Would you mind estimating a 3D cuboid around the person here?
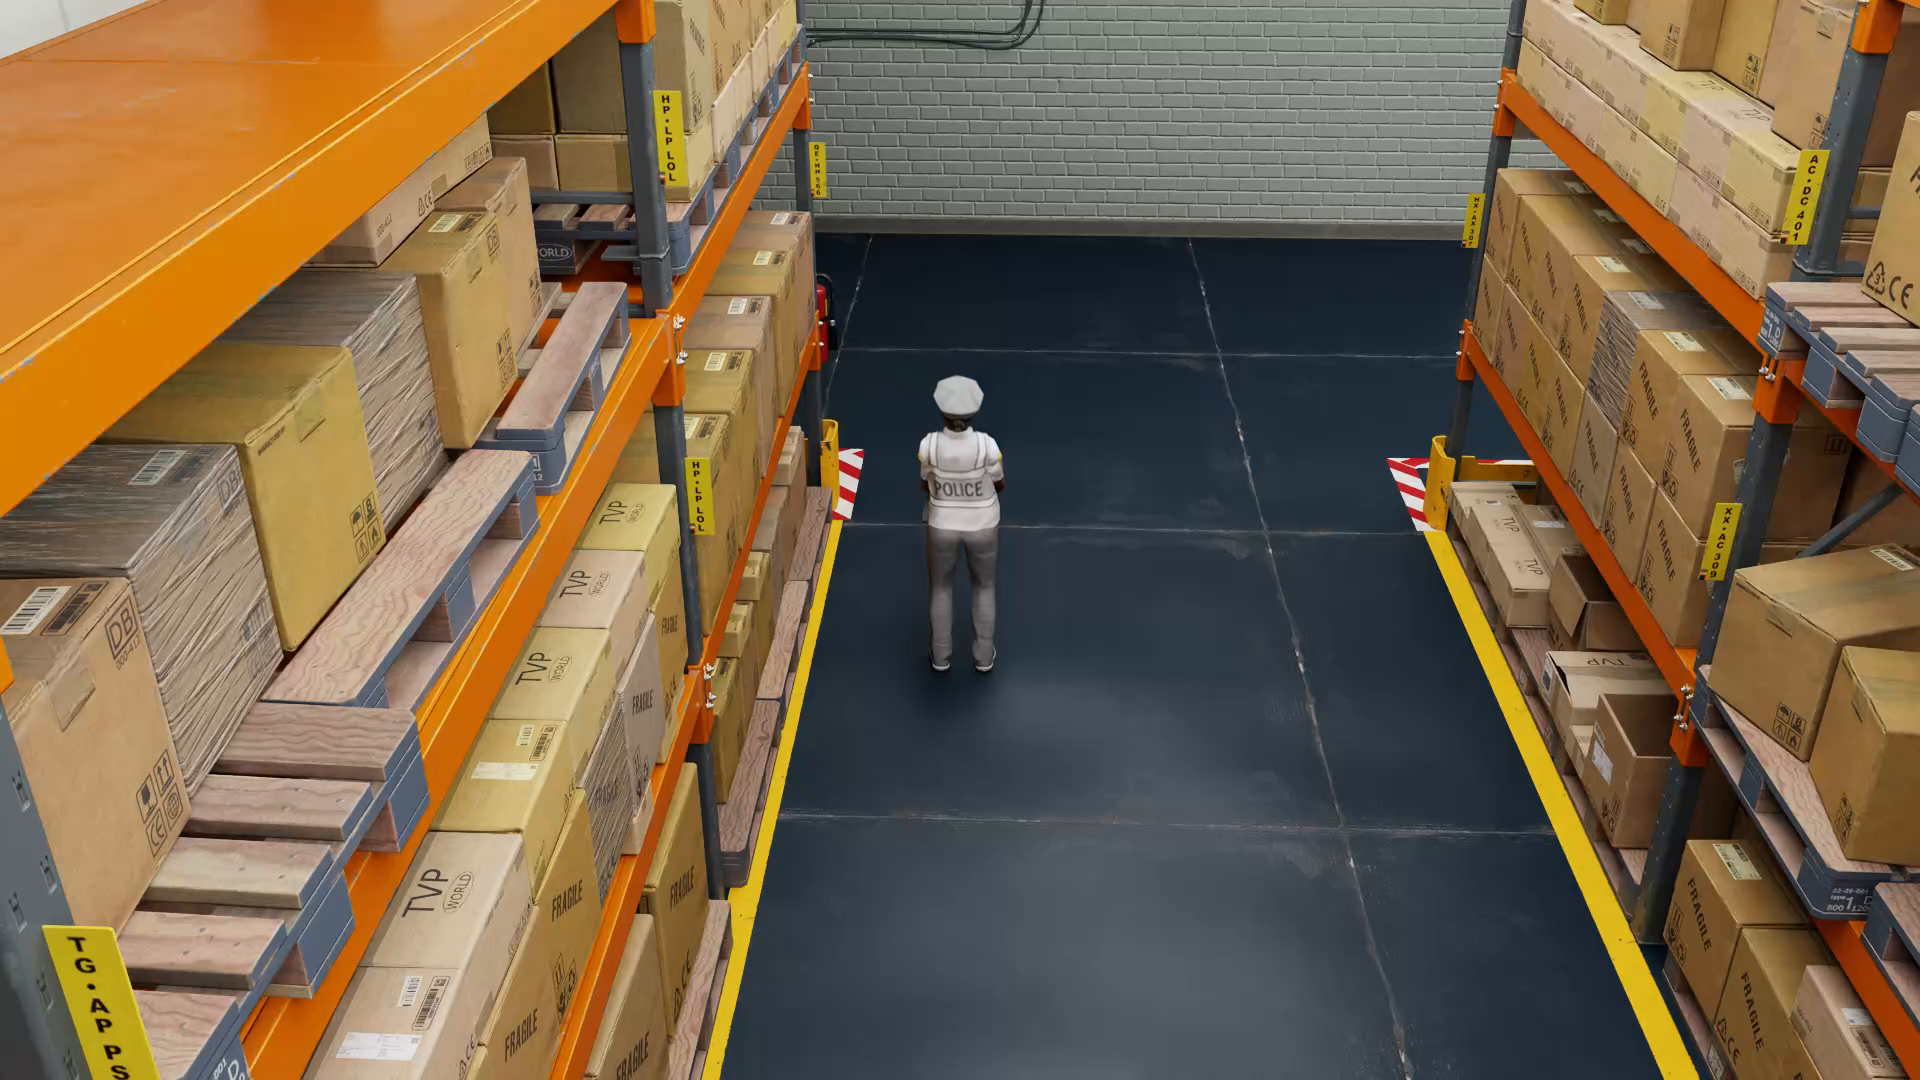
[{"bbox_3d":[0.011,-0.105,8.795,0.450,1.682,0.540,1,28,2],"label":"person"}]
